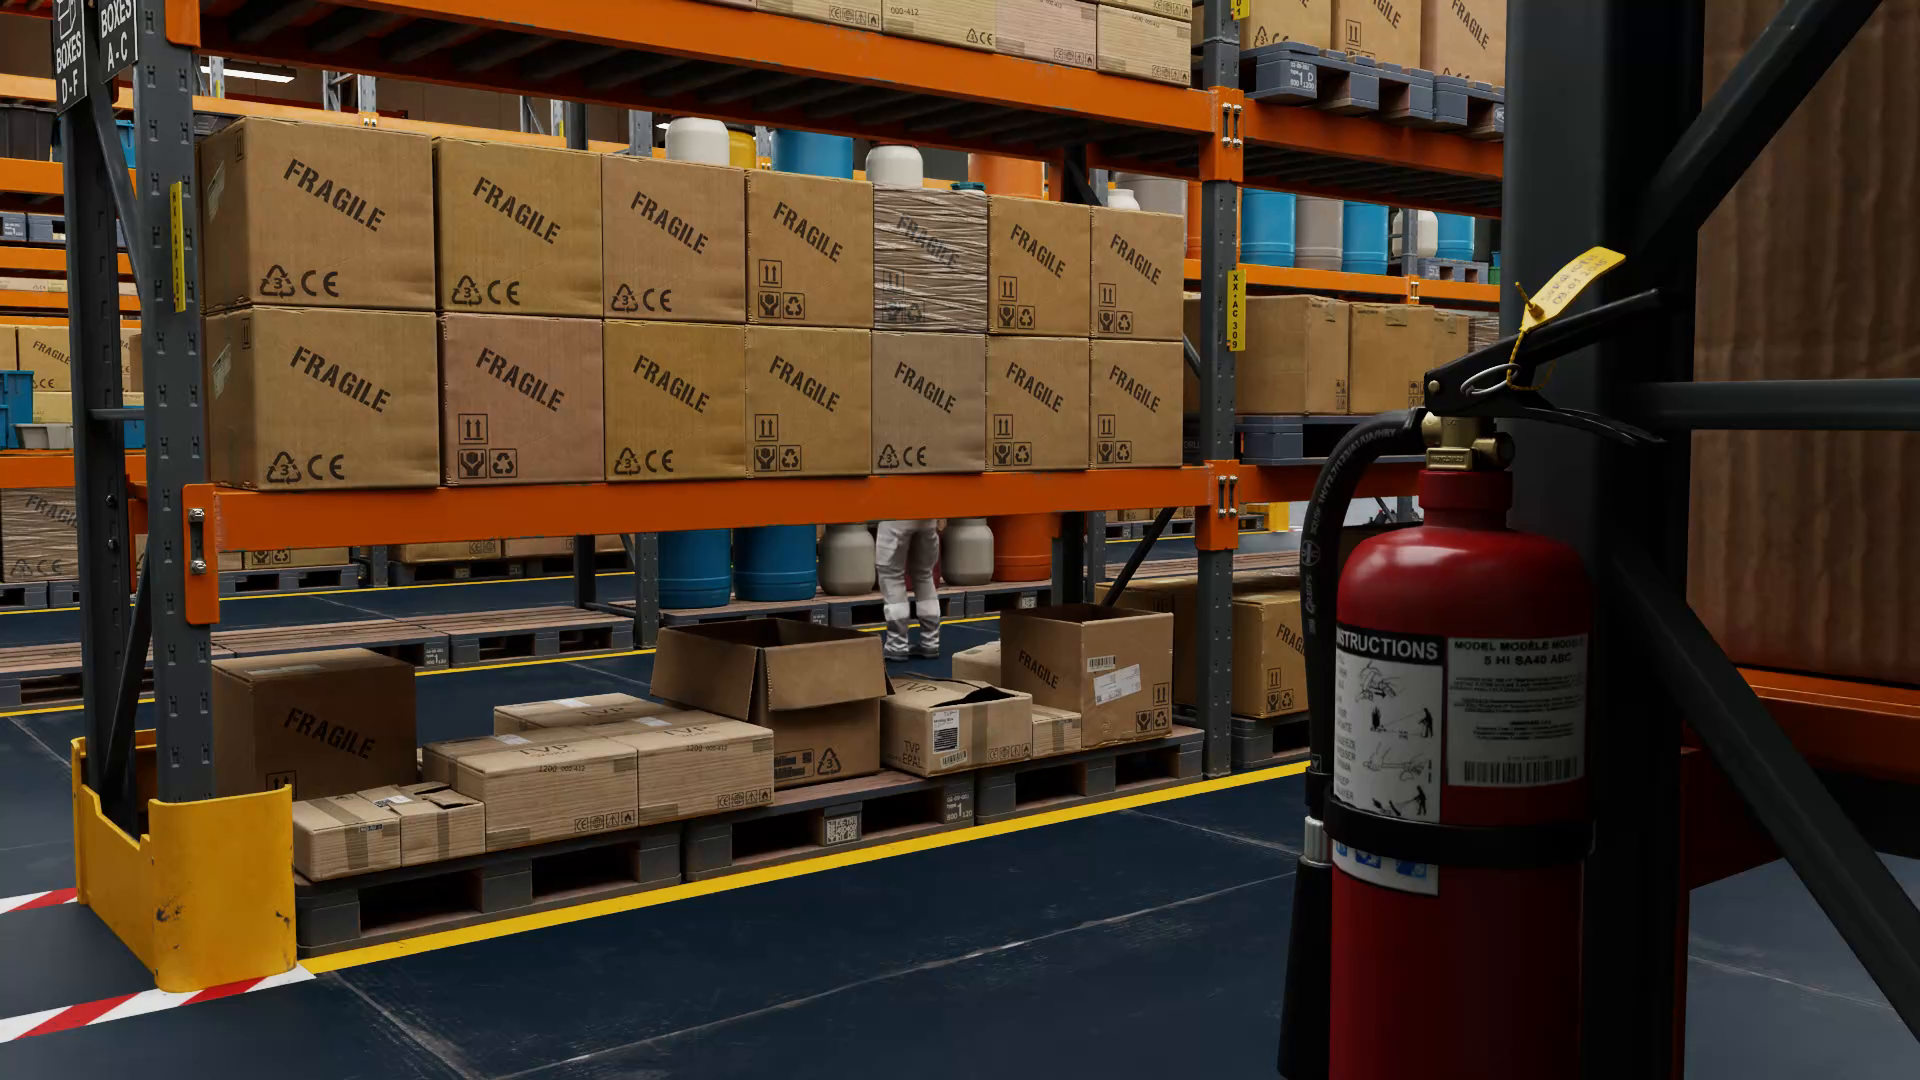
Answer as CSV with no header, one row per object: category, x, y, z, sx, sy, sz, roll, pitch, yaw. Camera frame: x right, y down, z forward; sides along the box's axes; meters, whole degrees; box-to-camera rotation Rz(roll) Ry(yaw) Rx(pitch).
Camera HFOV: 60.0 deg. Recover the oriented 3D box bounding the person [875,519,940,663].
person,-0.385,-0.154,10.367,0.494,1.784,0.556,-3,5,-38
